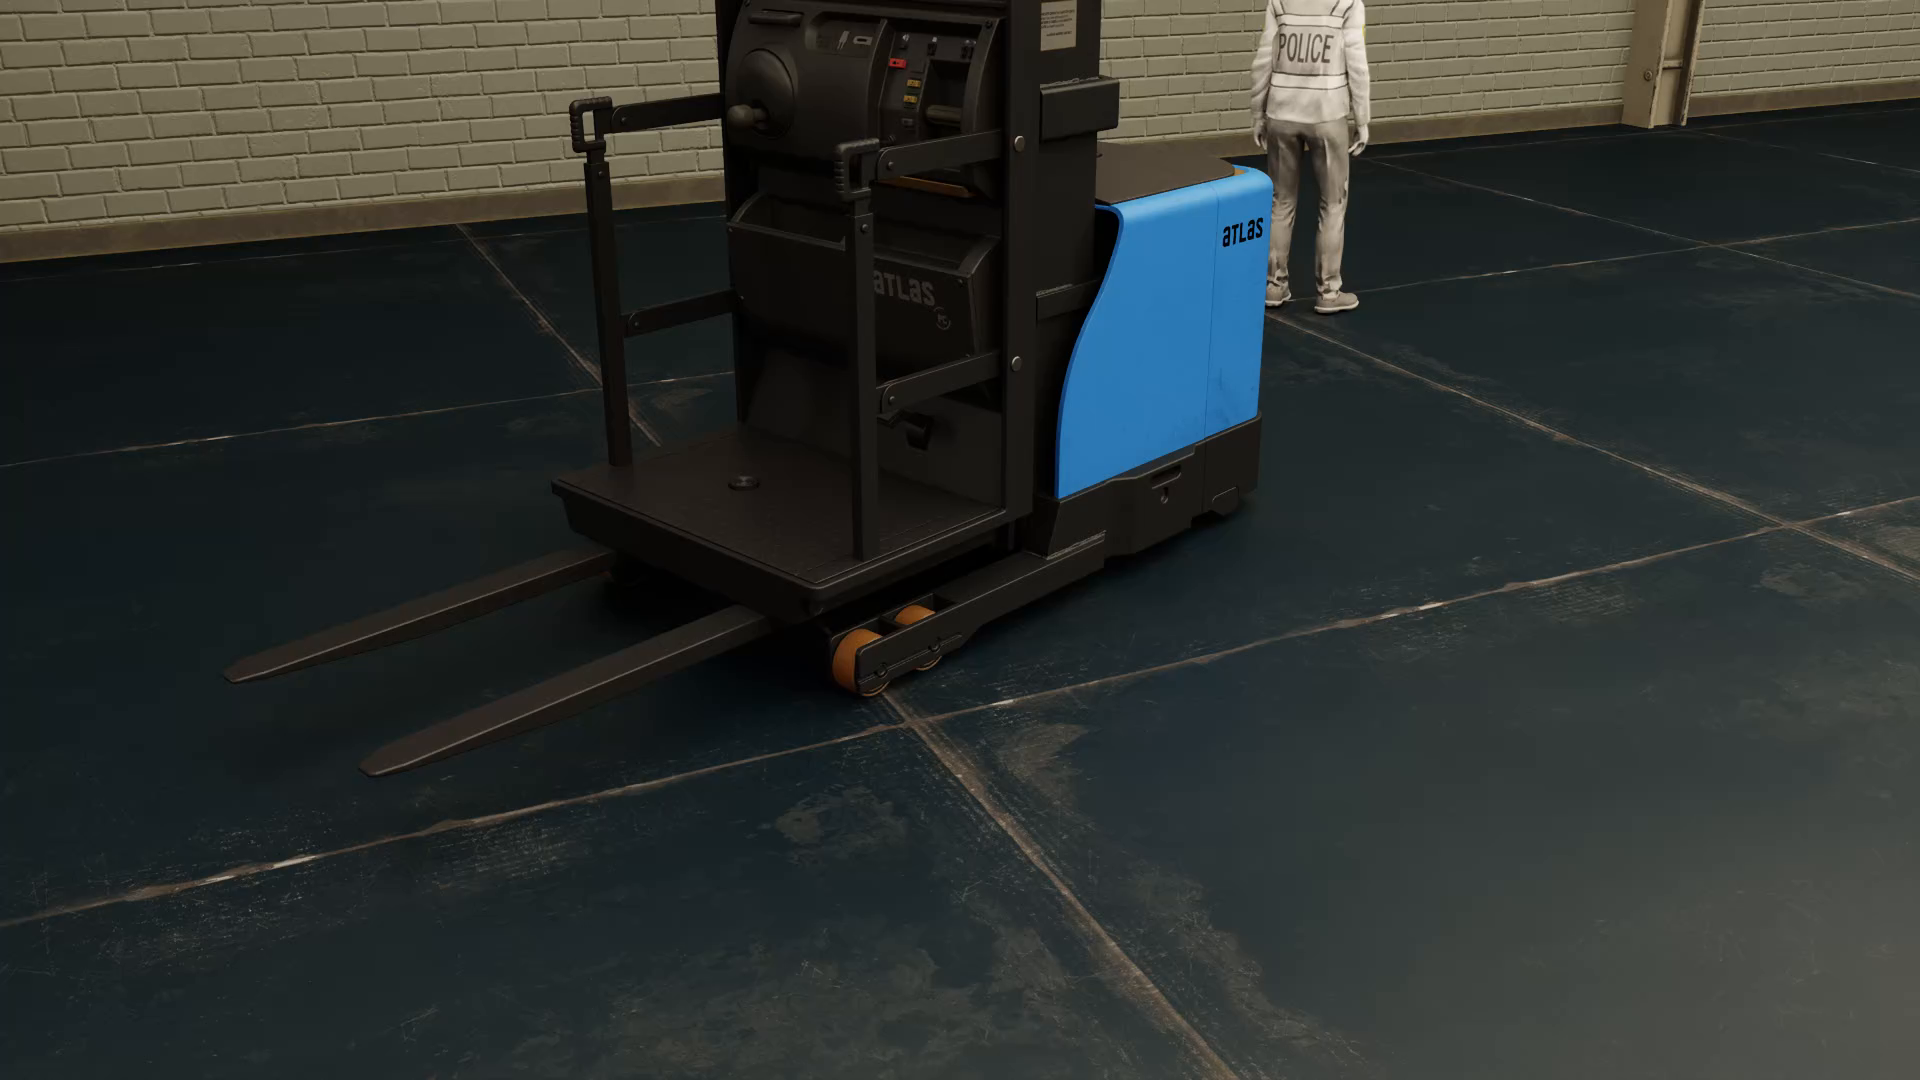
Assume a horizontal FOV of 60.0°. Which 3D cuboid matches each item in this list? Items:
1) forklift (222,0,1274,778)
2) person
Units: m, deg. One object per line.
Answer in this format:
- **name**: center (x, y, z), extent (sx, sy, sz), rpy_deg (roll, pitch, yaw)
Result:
- **forklift**: center (-0.413, -1.182, 4.131), extent (1.130, 2.935, 3.031), rpy_deg (19, 29, 39)
- **person**: center (1.554, -1.858, 7.411), extent (0.544, 1.666, 0.371), rpy_deg (12, 25, 26)
